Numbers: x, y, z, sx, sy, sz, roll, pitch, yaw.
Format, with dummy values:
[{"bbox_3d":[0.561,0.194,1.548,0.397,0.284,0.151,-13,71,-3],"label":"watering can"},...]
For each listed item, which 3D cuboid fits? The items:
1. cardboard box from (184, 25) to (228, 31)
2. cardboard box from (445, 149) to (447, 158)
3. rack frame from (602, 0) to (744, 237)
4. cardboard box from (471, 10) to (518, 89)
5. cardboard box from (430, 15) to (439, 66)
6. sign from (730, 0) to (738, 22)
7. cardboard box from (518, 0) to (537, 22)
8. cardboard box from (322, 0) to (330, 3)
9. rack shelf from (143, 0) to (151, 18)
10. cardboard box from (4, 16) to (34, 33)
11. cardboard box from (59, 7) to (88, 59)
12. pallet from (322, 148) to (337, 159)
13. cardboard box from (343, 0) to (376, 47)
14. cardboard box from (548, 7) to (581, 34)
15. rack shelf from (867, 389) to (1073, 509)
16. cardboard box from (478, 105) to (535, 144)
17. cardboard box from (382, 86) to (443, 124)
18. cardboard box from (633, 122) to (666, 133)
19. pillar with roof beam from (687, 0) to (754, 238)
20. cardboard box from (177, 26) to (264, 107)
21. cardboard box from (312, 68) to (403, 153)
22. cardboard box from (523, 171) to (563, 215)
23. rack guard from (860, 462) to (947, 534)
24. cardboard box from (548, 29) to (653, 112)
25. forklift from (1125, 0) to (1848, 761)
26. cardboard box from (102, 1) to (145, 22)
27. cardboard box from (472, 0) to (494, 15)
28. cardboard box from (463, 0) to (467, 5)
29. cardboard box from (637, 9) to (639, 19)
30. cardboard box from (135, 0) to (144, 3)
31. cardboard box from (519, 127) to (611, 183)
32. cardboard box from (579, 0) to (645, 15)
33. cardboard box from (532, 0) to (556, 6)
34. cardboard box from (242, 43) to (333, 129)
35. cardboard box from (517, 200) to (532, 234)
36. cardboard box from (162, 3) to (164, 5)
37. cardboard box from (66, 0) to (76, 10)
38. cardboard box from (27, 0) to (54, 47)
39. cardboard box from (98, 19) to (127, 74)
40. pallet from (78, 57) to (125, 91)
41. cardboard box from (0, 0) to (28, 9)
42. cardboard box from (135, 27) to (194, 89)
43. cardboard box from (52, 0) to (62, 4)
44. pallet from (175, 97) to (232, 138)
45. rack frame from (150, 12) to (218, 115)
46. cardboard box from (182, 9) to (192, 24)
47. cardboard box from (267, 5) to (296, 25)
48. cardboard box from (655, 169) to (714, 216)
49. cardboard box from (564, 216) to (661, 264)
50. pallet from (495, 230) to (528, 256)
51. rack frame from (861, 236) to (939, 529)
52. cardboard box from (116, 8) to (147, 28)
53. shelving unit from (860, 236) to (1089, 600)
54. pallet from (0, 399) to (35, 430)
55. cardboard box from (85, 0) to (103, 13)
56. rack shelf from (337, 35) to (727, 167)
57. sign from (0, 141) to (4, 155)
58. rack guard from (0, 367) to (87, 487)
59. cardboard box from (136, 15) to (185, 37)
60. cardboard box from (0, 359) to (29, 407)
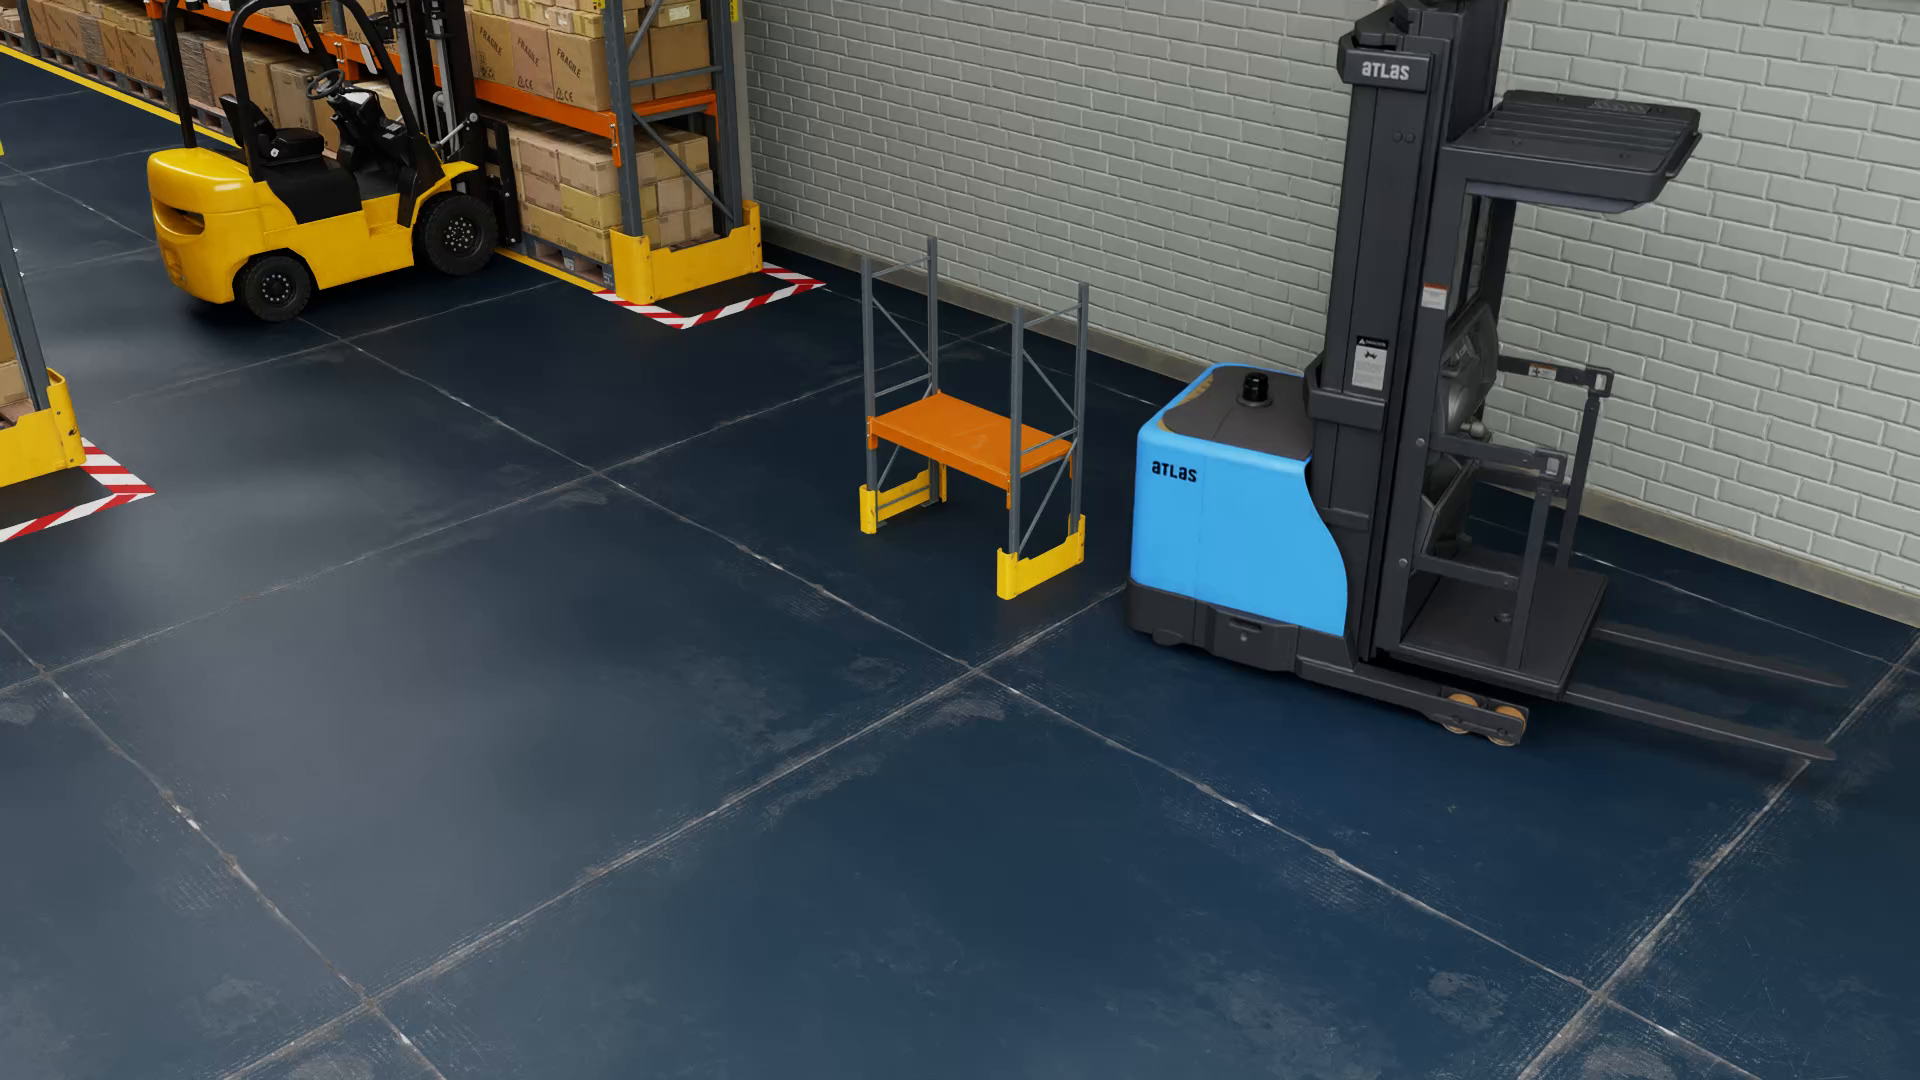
[{"bbox_3d":[-7.833,-5.185,17.622,0.500,0.500,0.500,-24,36,-37],"label":"cardboard box"},{"bbox_3d":[-4.038,-3.168,13.518,0.500,0.250,0.500,24,36,38],"label":"cardboard box"},{"bbox_3d":[-2.025,-3.264,11.735,0.127,3.000,1.000,25,36,38],"label":"rack frame"},{"bbox_3d":[-3.289,-3.722,12.497,0.500,0.500,0.500,24,36,37],"label":"cardboard box"},{"bbox_3d":[-3.999,-4.053,13.128,0.500,0.500,0.500,24,36,38],"label":"cardboard box"},{"bbox_3d":[-1.631,-3.865,11.862,0.005,0.325,0.100,25,36,38],"label":"sign"},{"bbox_3d":[-2.982,-3.879,12.100,0.250,0.149,0.380,24,36,38],"label":"cardboard box"},{"bbox_3d":[-5.407,-4.800,14.279,0.500,0.250,0.500,24,36,37],"label":"cardboard box"},{"bbox_3d":[-9.156,-6.209,18.108,4.000,0.370,1.077,25,36,38],"label":"rack shelf"},{"bbox_3d":[-11.185,-6.188,19.908,0.250,0.149,0.380,23,36,37],"label":"cardboard box"},{"bbox_3d":[-9.655,-5.692,18.587,0.500,0.500,0.500,23,36,37],"label":"cardboard box"},{"bbox_3d":[-5.430,-3.563,15.299,1.213,0.211,1.003,25,36,38],"label":"pallet"},{"bbox_3d":[-4.744,-4.382,13.754,0.500,0.500,0.500,23,36,37],"label":"cardboard box"},{"bbox_3d":[-2.672,-3.689,11.739,0.380,0.149,0.250,-25,36,-38],"label":"cardboard box"},{"bbox_3d":[0.061,-0.477,8.432,1.000,0.185,0.538,25,36,38],"label":"rack shelf"},{"bbox_3d":[-3.663,-3.216,13.073,0.500,0.250,0.500,24,36,37],"label":"cardboard box"},{"bbox_3d":[-4.395,-3.549,13.705,0.500,0.250,0.500,25,36,38],"label":"cardboard box"},{"bbox_3d":[-2.594,-3.057,12.770,0.500,0.250,0.500,25,36,38],"label":"cardboard box"},{"bbox_3d":[-4.908,-5.017,8.623,0.400,9.000,9.100,25,36,38],"label":"pillar with roof beam"},{"bbox_3d":[-7.294,-4.801,16.759,0.875,0.625,0.625,-24,36,-38],"label":"cardboard box"},{"bbox_3d":[-5.257,-3.871,14.989,0.875,0.625,0.625,-23,36,-37],"label":"cardboard box"},{"bbox_3d":[-2.941,-2.677,12.584,0.500,0.250,0.500,24,36,38],"label":"cardboard box"},{"bbox_3d":[-0.301,-0.248,8.954,0.087,0.250,0.587,25,36,38],"label":"rack guard"},{"bbox_3d":[-2.560,-3.382,11.852,0.500,0.500,0.500,24,36,37],"label":"cardboard box"},{"bbox_3d":[2.319,-0.703,6.938,3.031,2.935,1.130,15,31,26],"label":"forklift"},{"bbox_3d":[-8.967,-5.680,17.867,0.250,0.149,0.380,24,36,38],"label":"cardboard box"},{"bbox_3d":[-3.400,-4.026,12.380,0.250,0.149,0.380,25,37,39],"label":"cardboard box"},{"bbox_3d":[-3.746,-4.198,12.707,0.250,0.149,0.380,24,36,37],"label":"cardboard box"},{"bbox_3d":[-2.306,-3.852,12.048,0.250,0.149,0.380,25,36,38],"label":"cardboard box"},{"bbox_3d":[-8.842,-5.919,18.322,0.250,0.149,0.380,25,37,39],"label":"cardboard box"},{"bbox_3d":[-2.940,-2.887,12.447,0.500,0.250,0.500,-25,36,-38],"label":"cardboard box"},{"bbox_3d":[-2.428,-3.774,11.581,0.250,0.149,0.380,25,36,38],"label":"cardboard box"},{"bbox_3d":[-2.831,-3.921,11.860,0.380,0.149,0.250,-24,36,-38],"label":"cardboard box"},{"bbox_3d":[-6.343,-4.371,15.941,0.625,0.625,0.875,23,35,36],"label":"cardboard box"},{"bbox_3d":[-3.280,-2.613,13.000,0.500,0.250,0.500,-25,37,-39],"label":"cardboard box"},{"bbox_3d":[-8.416,-5.785,18.066,0.250,0.149,0.380,23,35,36],"label":"cardboard box"},{"bbox_3d":[-9.713,-6.018,18.509,0.250,0.149,0.380,24,36,38],"label":"cardboard box"},{"bbox_3d":[-10.395,-6.027,19.223,0.500,0.500,0.500,-23,36,-37],"label":"cardboard box"},{"bbox_3d":[-8.906,-5.357,17.950,0.500,0.500,0.500,-23,36,-37],"label":"cardboard box"},{"bbox_3d":[-9.101,-5.295,18.593,1.213,0.211,1.003,25,36,38],"label":"pallet"},{"bbox_3d":[-11.742,-6.703,20.509,0.500,0.500,0.700,23,35,37],"label":"cardboard box"},{"bbox_3d":[-8.182,-5.021,17.310,0.500,0.500,0.500,-24,36,-38],"label":"cardboard box"},{"bbox_3d":[-10.070,-6.196,18.849,0.250,0.149,0.380,22,35,36],"label":"cardboard box"},{"bbox_3d":[-7.170,-4.359,16.813,1.213,0.211,1.003,25,36,38],"label":"pallet"},{"bbox_3d":[-7.729,-5.875,16.699,0.127,3.000,1.000,25,36,38],"label":"rack frame"},{"bbox_3d":[-8.053,-5.610,17.735,0.380,0.149,0.250,-24,36,-38],"label":"cardboard box"},{"bbox_3d":[-5.782,-4.743,14.708,0.500,0.250,0.500,24,36,38],"label":"cardboard box"},{"bbox_3d":[-2.215,-2.677,12.584,0.500,0.250,0.500,-25,36,-38],"label":"cardboard box"},{"bbox_3d":[-2.581,-2.282,12.370,0.500,0.250,0.500,25,37,39],"label":"cardboard box"},{"bbox_3d":[-3.465,-2.664,13.589,1.213,0.211,1.003,25,36,38],"label":"pallet"},{"bbox_3d":[-0.302,-0.802,8.663,0.032,1.500,0.500,25,36,38],"label":"rack frame"},{"bbox_3d":[-8.632,-5.498,17.520,0.250,0.149,0.380,23,36,37],"label":"cardboard box"},{"bbox_3d":[0.054,-0.639,8.354,1.083,1.500,0.587,25,36,38],"label":"shelving unit"},{"bbox_3d":[-6.111,-0.683,9.823,1.213,0.211,1.003,25,36,38],"label":"pallet"},{"bbox_3d":[-9.325,-5.857,18.204,0.250,0.149,0.380,25,37,39],"label":"cardboard box"},{"bbox_3d":[-3.451,-3.599,13.144,4.000,0.370,1.077,25,36,38],"label":"rack shelf"},{"bbox_3d":[-5.122,-2.179,8.741,0.005,0.325,0.100,25,36,38],"label":"sign"},{"bbox_3d":[-5.556,-0.534,9.229,0.348,0.500,1.175,25,36,38],"label":"rack guard"},{"bbox_3d":[-8.259,-5.318,17.179,0.250,0.149,0.380,23,35,36],"label":"cardboard box"},{"bbox_3d":[-5.884,-0.940,9.817,0.500,0.250,0.500,24,36,38],"label":"cardboard box"}]
